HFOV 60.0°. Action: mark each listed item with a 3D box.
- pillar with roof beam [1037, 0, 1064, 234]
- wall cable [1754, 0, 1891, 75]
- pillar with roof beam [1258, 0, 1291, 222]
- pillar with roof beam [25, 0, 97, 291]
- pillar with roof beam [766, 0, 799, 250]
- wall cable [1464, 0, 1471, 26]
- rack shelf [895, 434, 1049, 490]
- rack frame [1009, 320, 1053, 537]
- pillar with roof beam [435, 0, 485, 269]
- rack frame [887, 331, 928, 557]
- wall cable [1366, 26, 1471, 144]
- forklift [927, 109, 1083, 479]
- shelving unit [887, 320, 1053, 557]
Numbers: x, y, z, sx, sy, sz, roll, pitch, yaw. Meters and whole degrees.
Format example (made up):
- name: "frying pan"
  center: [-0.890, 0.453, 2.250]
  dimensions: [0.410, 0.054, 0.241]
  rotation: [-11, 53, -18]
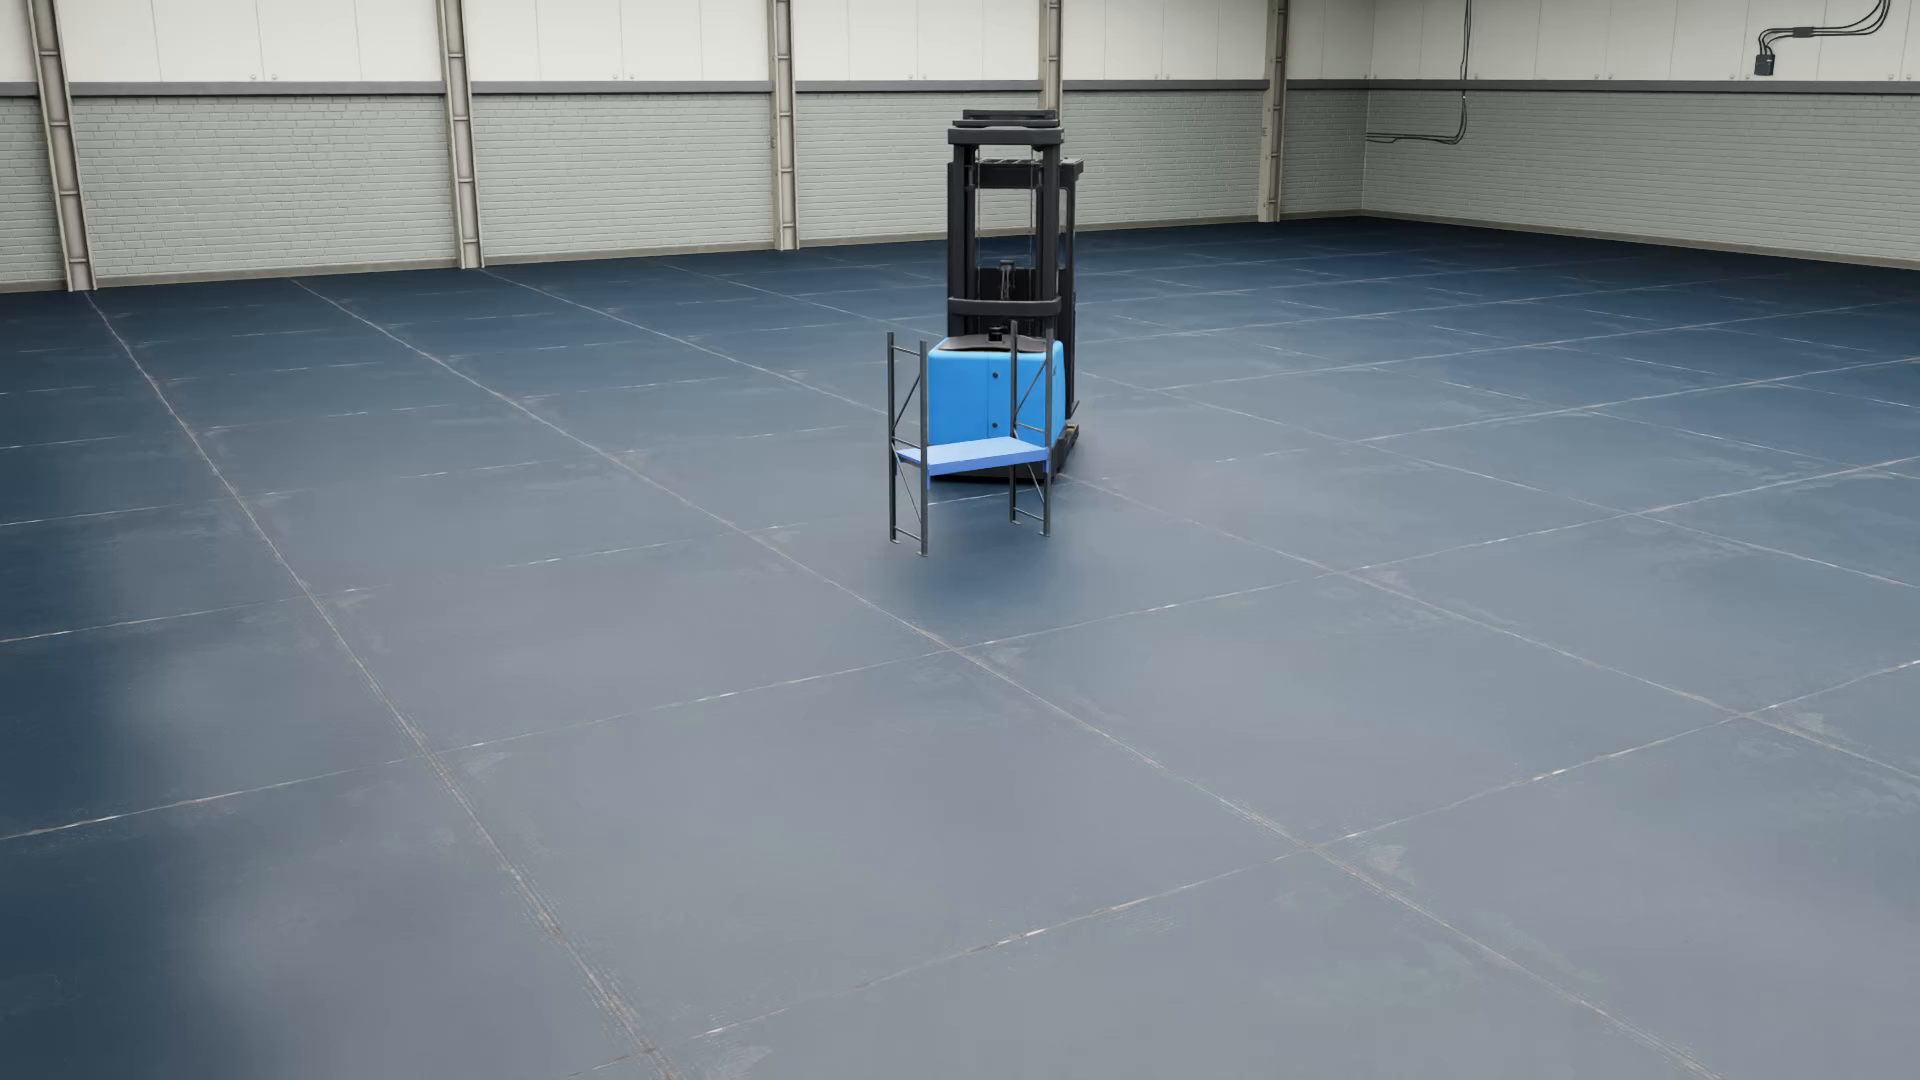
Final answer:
- name: "pillar with roof beam"
  center: [4.056, -9.718, 29.905]
  dimensions: [0.400, 9.000, 9.100]
  rotation: [-9, 18, -30]
- name: "wall cable"
  center: [15.064, -11.090, 28.500]
  dimensions: [0.169, 6.003, 2.305]
  rotation: [-9, 18, -30]
- name: "pillar with roof beam"
  center: [9.199, -10.552, 32.880]
  dimensions: [0.400, 9.000, 9.100]
  rotation: [-9, 18, -30]
- name: "pillar with roof beam"
  center: [-11.374, -7.216, 20.979]
  dimensions: [0.400, 9.000, 9.100]
  rotation: [-9, 18, -30]
- name: "pillar with roof beam"
  center: [-1.087, -8.884, 26.930]
  dimensions: [0.400, 9.000, 9.100]
  rotation: [-9, 18, -30]
- name: "wall cable"
  center: [11.581, -11.962, 34.307]
  dimensions: [0.112, 2.526, 3.097]
  rotation: [-9, 18, -30]
- name: "rack shelf"
  center: [0.073, -0.561, 11.798]
  dimensions: [1.000, 0.185, 0.538]
  rotation: [-9, 18, -30]
- name: "rack frame"
  center: [0.509, -0.805, 12.002]
  dimensions: [0.032, 1.500, 0.500]
  rotation: [-9, 18, -30]
- name: "pillar with roof beam"
  center: [-6.230, -8.050, 23.954]
  dimensions: [0.400, 9.000, 9.100]
  rotation: [-9, 18, -30]
- name: "rack frame"
  center: [-0.363, -0.663, 11.498]
  dimensions: [0.032, 1.500, 0.500]
  rotation: [-9, 18, -30]
- name: "wall cable"
  center: [10.188, -10.156, 37.222]
  dimensions: [0.112, 2.526, 3.097]
  rotation: [-9, 18, -30]
- name: "forklift"
  center: [0.475, -2.256, 14.526]
  dimensions: [1.130, 2.935, 3.031]
  rotation: [3, 16, 9]
- name: "shelving unit"
  center: [0.073, -0.734, 11.750]
  dimensions: [1.048, 1.500, 0.538]
  rotation: [-9, 18, -30]
